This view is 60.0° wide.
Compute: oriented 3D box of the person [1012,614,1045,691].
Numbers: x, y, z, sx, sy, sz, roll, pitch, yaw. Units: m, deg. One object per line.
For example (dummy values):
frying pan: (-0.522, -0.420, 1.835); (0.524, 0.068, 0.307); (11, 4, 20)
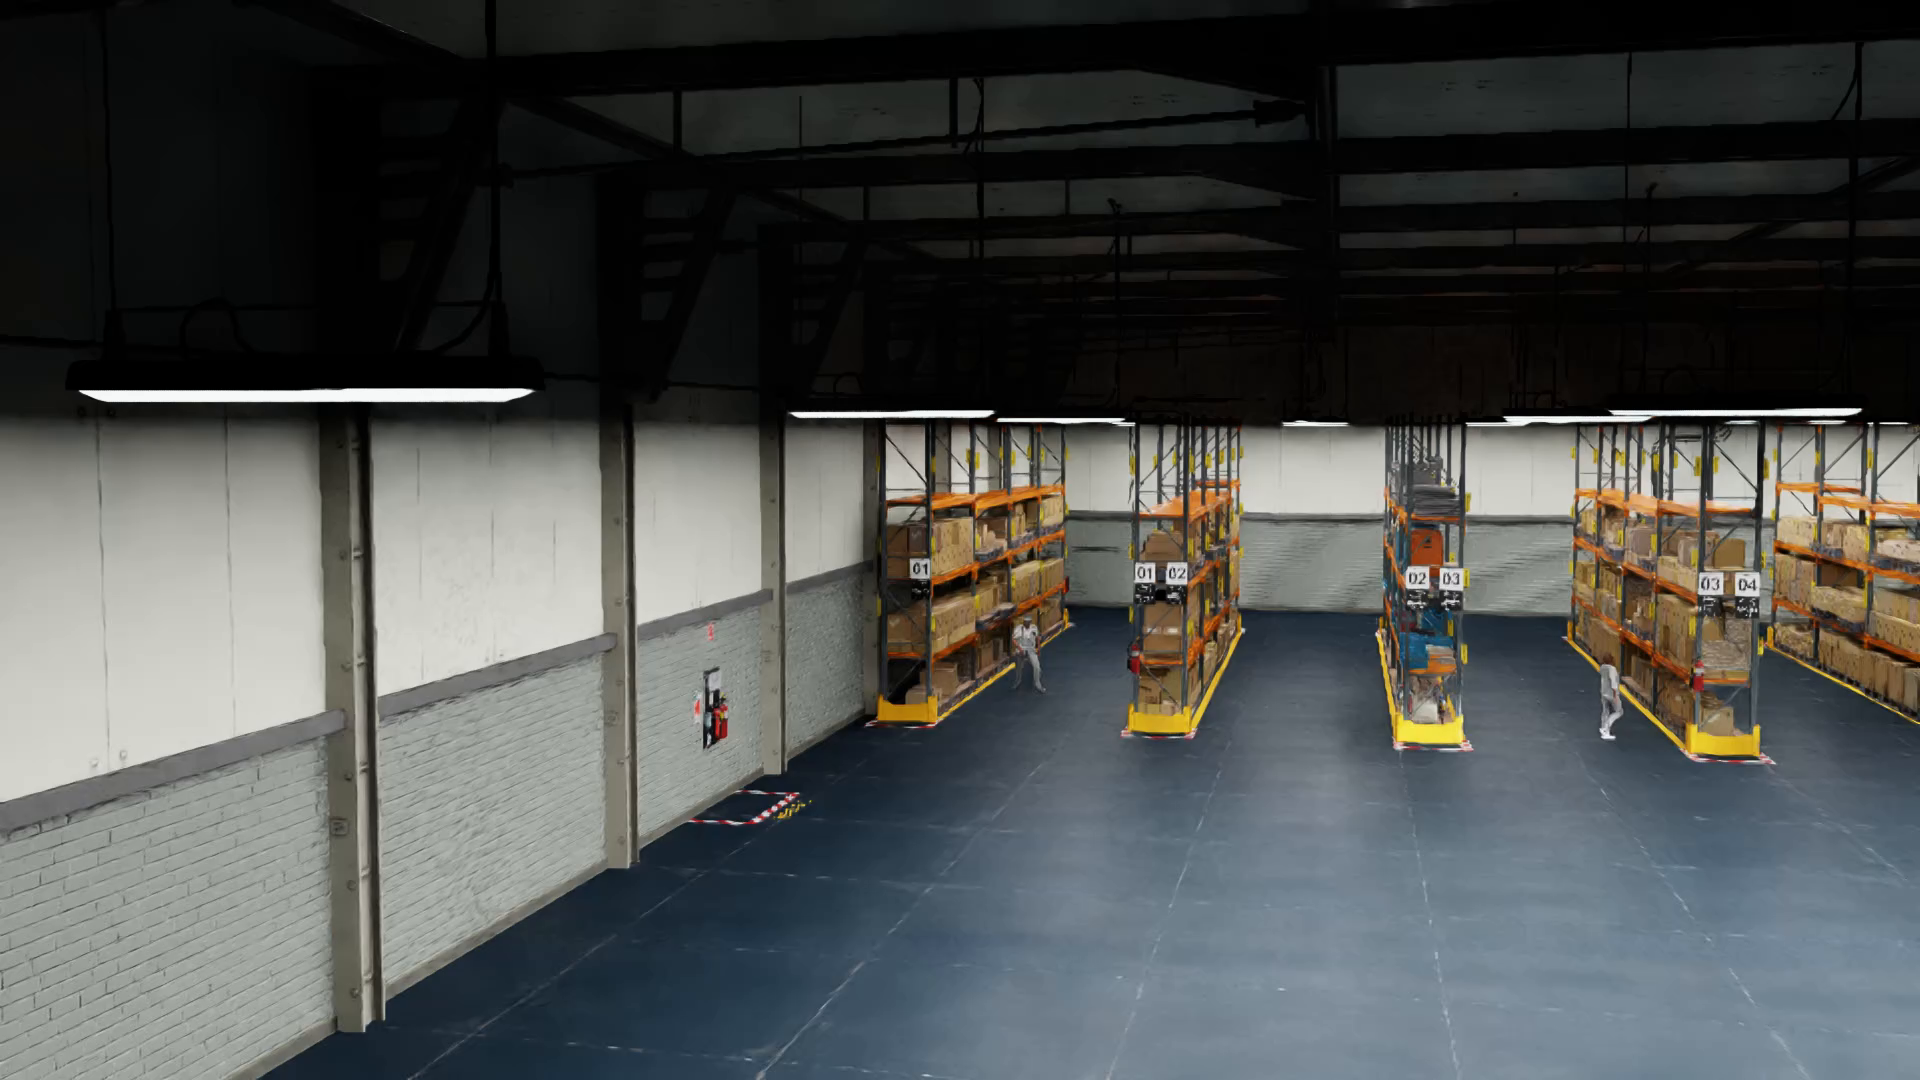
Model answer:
person: (1.465, 2.423, 36.167); (0.706, 1.695, 0.843); (0, 4, -5)

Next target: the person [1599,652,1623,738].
person: (11.908, 2.859, 30.546); (0.400, 1.594, 0.453); (-1, 4, -17)
